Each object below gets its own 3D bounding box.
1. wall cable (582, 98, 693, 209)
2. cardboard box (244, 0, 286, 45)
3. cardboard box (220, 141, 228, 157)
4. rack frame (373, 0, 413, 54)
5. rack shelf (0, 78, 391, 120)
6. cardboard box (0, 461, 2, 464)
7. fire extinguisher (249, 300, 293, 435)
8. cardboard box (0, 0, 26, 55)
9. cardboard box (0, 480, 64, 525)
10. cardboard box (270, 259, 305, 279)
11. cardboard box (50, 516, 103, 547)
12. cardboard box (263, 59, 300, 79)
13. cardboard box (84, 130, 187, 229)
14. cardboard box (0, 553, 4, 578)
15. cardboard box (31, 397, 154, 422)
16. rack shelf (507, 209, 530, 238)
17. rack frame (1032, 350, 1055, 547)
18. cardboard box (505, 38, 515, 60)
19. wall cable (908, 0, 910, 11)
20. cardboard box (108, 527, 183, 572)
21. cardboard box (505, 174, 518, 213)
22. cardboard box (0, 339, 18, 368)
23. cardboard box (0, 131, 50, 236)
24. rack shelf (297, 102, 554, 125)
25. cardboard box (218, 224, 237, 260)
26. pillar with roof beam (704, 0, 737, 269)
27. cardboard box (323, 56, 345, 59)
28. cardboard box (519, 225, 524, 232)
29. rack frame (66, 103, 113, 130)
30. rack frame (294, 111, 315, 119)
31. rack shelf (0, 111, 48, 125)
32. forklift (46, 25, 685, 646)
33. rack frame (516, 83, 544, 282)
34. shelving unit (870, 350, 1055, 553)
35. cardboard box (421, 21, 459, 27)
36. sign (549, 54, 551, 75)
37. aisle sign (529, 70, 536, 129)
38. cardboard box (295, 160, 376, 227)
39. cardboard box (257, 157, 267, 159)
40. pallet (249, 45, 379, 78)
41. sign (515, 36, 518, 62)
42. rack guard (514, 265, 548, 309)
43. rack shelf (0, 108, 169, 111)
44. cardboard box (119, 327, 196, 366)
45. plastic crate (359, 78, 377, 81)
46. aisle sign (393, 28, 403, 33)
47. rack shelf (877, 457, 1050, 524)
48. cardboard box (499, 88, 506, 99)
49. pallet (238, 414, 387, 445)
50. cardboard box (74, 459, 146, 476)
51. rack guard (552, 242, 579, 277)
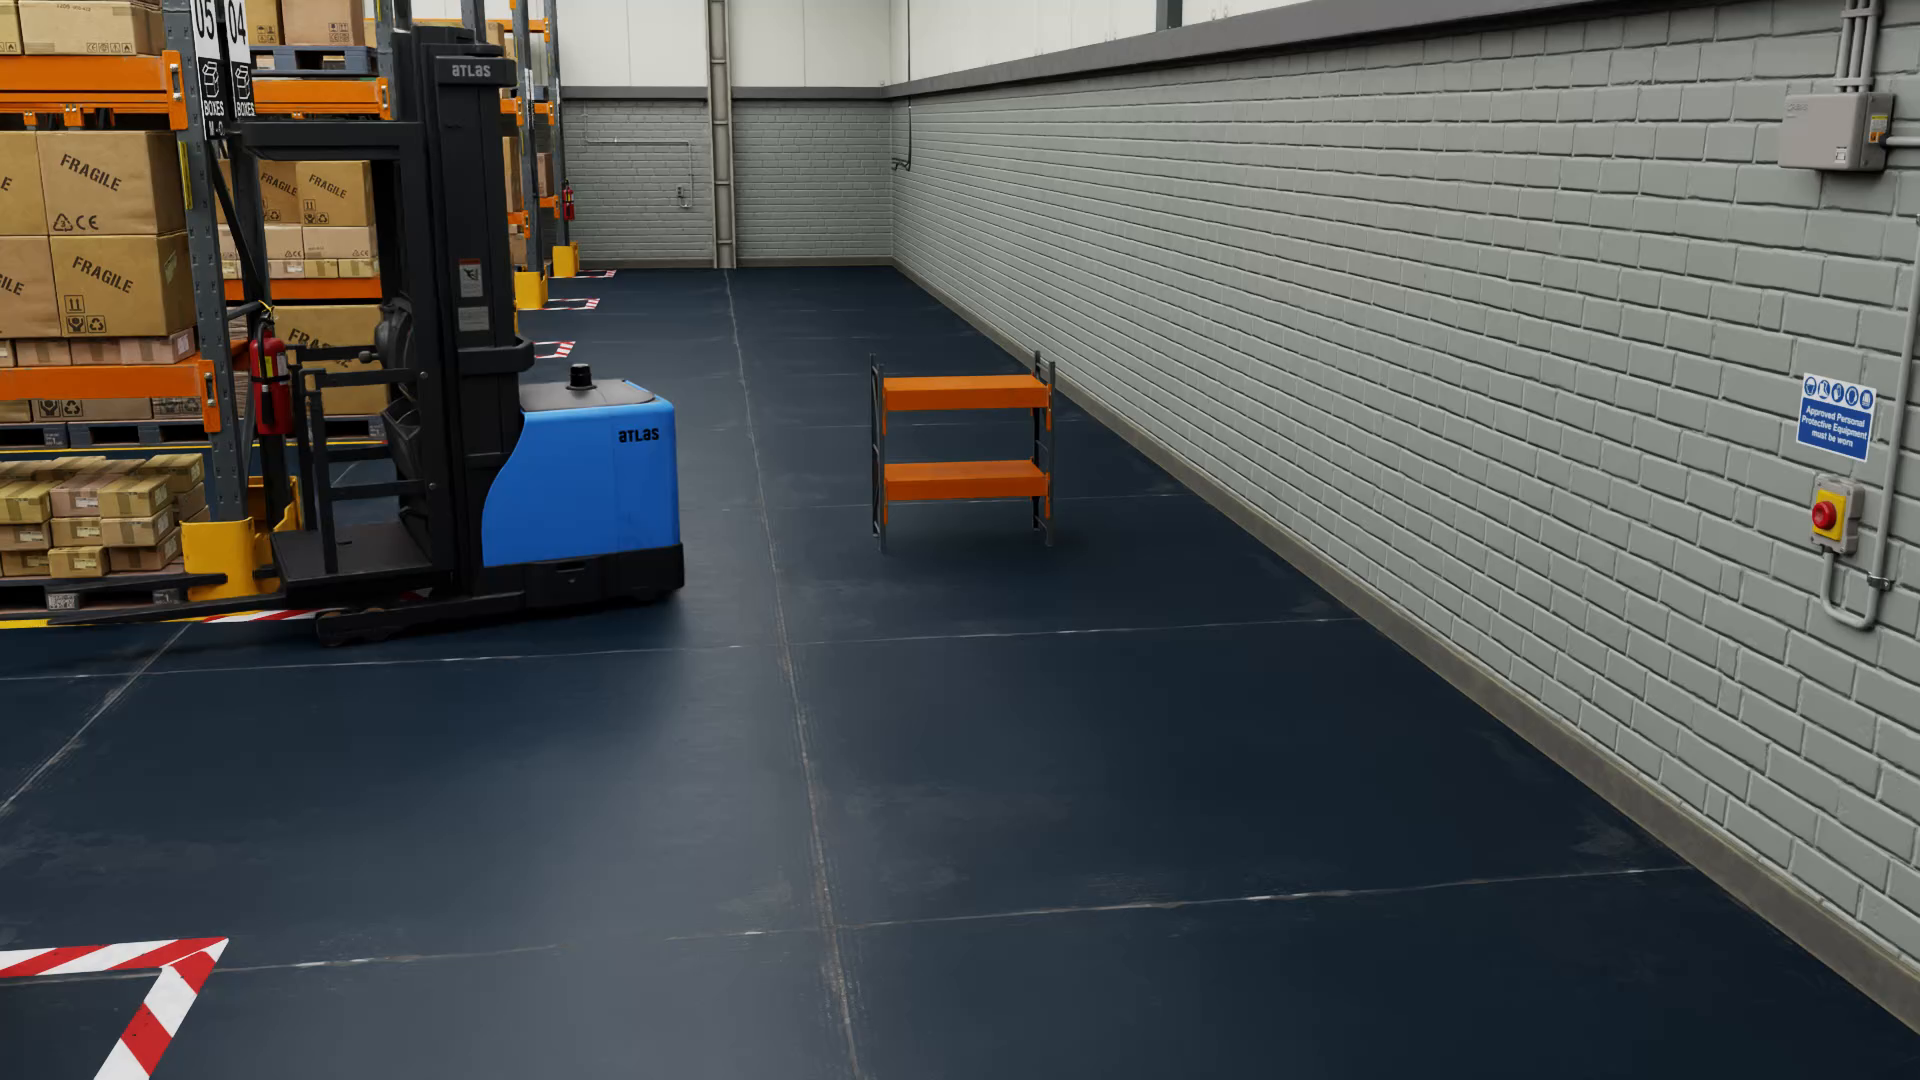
[{"bbox_3d":[-5.575,-6.739,28.840,1.851,1.984,0.084,-2,14,-8],"label":"wall cable"},{"bbox_3d":[-5.567,-4.131,13.086,0.500,0.500,0.700,-3,14,-10],"label":"cardboard box"},{"bbox_3d":[-11.586,-6.299,26.773,0.500,0.250,0.500,-2,14,-7],"label":"cardboard box"},{"bbox_3d":[-4.486,-5.308,12.888,0.127,3.000,1.000,-2,14,-8],"label":"rack frame"},{"bbox_3d":[-6.464,-3.432,13.052,4.000,0.370,1.077,-2,14,-8],"label":"rack shelf"},{"bbox_3d":[-5.447,-0.320,9.105,0.250,0.149,0.380,-2,14,-6],"label":"cardboard box"},{"bbox_3d":[-3.529,-0.881,8.495,0.183,0.674,0.296,-2,14,-8],"label":"fire extinguisher"},{"bbox_3d":[-4.761,-2.483,8.100,0.500,0.250,0.500,-2,14,-8],"label":"cardboard box"},{"bbox_3d":[-4.827,-0.196,8.610,0.250,0.149,0.380,-2,14,-10],"label":"cardboard box"},{"bbox_3d":[-5.296,-2.166,13.207,0.250,0.149,0.380,-2,14,-8],"label":"cardboard box"},{"bbox_3d":[-4.593,-0.082,8.770,0.250,0.149,0.380,-2,14,-10],"label":"cardboard box"},{"bbox_3d":[-8.902,-6.237,22.041,0.500,0.250,0.500,-2,14,-8],"label":"cardboard box"},{"bbox_3d":[-4.331,-1.927,8.866,0.500,0.500,0.500,-2,14,-9],"label":"cardboard box"},{"bbox_3d":[-5.092,0.081,8.728,0.250,0.149,0.380,-2,14,-8],"label":"cardboard box"},{"bbox_3d":[-6.887,-1.464,13.396,0.875,0.875,0.875,-2,14,-8],"label":"cardboard box"},{"bbox_3d":[-7.936,-4.360,22.919,4.000,0.370,1.077,-2,14,-8],"label":"rack shelf"},{"bbox_3d":[0.509,-0.564,10.159,0.032,1.125,0.500,-2,14,-8],"label":"rack frame"},{"bbox_3d":[-7.383,-7.879,27.002,0.500,0.500,0.500,-2,14,-8],"label":"cardboard box"},{"bbox_3d":[-0.651,-9.294,24.784,0.112,2.526,3.097,-2,14,-8],"label":"wall cable"},{"bbox_3d":[-4.337,0.047,8.866,0.250,0.149,0.380,-2,14,-7],"label":"cardboard box"},{"bbox_3d":[-6.361,-4.748,22.782,0.500,0.500,0.500,-2,14,-7],"label":"cardboard box"},{"bbox_3d":[-4.873,-0.972,8.449,0.250,0.149,0.380,-2,14,-7],"label":"cardboard box"},{"bbox_3d":[-4.764,-1.784,8.298,0.500,0.500,0.500,-3,14,-10],"label":"cardboard box"},{"bbox_3d":[-8.678,-7.006,27.305,4.000,0.370,1.077,-2,14,-8],"label":"rack shelf"},{"bbox_3d":[-5.931,-2.352,13.129,0.500,0.250,0.500,-3,14,-10],"label":"cardboard box"},{"bbox_3d":[-3.517,-8.153,24.232,0.400,9.000,9.100,-2,14,-8],"label":"pillar with roof beam"},{"bbox_3d":[-8.429,-6.655,22.165,0.500,0.500,0.700,-2,14,-8],"label":"cardboard box"},{"bbox_3d":[-7.283,-5.282,28.058,0.250,0.149,0.380,-2,14,-8],"label":"cardboard box"},{"bbox_3d":[-9.179,-3.445,17.791,0.127,3.000,1.000,-2,14,-8],"label":"rack frame"},{"bbox_3d":[-10.655,-5.828,27.293,0.127,3.000,1.000,-2,14,-8],"label":"rack frame"},{"bbox_3d":[-16.588,-6.716,26.149,4.000,0.370,1.077,-2,14,-8],"label":"rack shelf"},{"bbox_3d":[-3.038,-1.048,8.373,3.031,2.935,1.130,-7,16,-25],"label":"forklift"},{"bbox_3d":[-5.958,-4.781,23.120,0.127,3.000,1.000,-2,14,-8],"label":"rack frame"},{"bbox_3d":[0.007,-0.546,10.086,1.048,1.125,0.538,-2,14,-8],"label":"shelving unit"},{"bbox_3d":[-6.971,-6.749,22.541,0.500,0.500,0.700,-2,14,-8],"label":"cardboard box"},{"bbox_3d":[-6.633,-7.688,26.886,0.005,0.325,0.100,-2,14,-8],"label":"sign"},{"bbox_3d":[-5.934,-6.115,23.096,0.004,0.787,0.394,-2,14,-8],"label":"aisle sign"},{"bbox_3d":[-4.929,-2.753,13.187,0.500,0.500,0.500,-2,14,-8],"label":"cardboard box"},{"bbox_3d":[-9.406,-5.119,22.207,0.500,0.500,0.500,-2,14,-7],"label":"cardboard box"},{"bbox_3d":[-5.218,-3.781,13.147,1.213,0.211,1.003,-2,14,-8],"label":"pallet"},{"bbox_3d":[-5.895,-6.531,22.112,0.005,0.325,0.100,-2,14,-8],"label":"sign"},{"bbox_3d":[-6.033,-3.566,23.413,0.348,0.500,1.175,-2,14,-8],"label":"rack guard"},{"bbox_3d":[-11.891,-5.670,21.976,4.000,0.370,1.077,-2,14,-8],"label":"rack shelf"},{"bbox_3d":[-4.127,-1.000,8.559,0.250,0.149,0.380,-2,14,-8],"label":"cardboard box"},{"bbox_3d":[-6.157,-4.837,17.613,0.336,0.188,0.450,-2,14,-8],"label":"plastic crate"},{"bbox_3d":[-4.370,-3.590,13.025,0.004,0.787,0.394,-2,14,-8],"label":"aisle sign"},{"bbox_3d":[0.007,-0.309,10.145,1.000,0.278,0.538,-2,14,-8],"label":"rack shelf"},{"bbox_3d":[-6.427,-6.081,22.447,0.500,0.250,0.500,-2,14,-8],"label":"cardboard box"},{"bbox_3d":[-5.265,-0.998,13.767,1.213,0.211,1.003,-2,14,-8],"label":"pallet"},{"bbox_3d":[-4.671,-0.335,9.165,0.250,0.149,0.380,-2,14,-7],"label":"cardboard box"},{"bbox_3d":[-6.676,-4.761,28.179,0.348,0.500,1.175,-2,14,-8],"label":"rack guard"}]
